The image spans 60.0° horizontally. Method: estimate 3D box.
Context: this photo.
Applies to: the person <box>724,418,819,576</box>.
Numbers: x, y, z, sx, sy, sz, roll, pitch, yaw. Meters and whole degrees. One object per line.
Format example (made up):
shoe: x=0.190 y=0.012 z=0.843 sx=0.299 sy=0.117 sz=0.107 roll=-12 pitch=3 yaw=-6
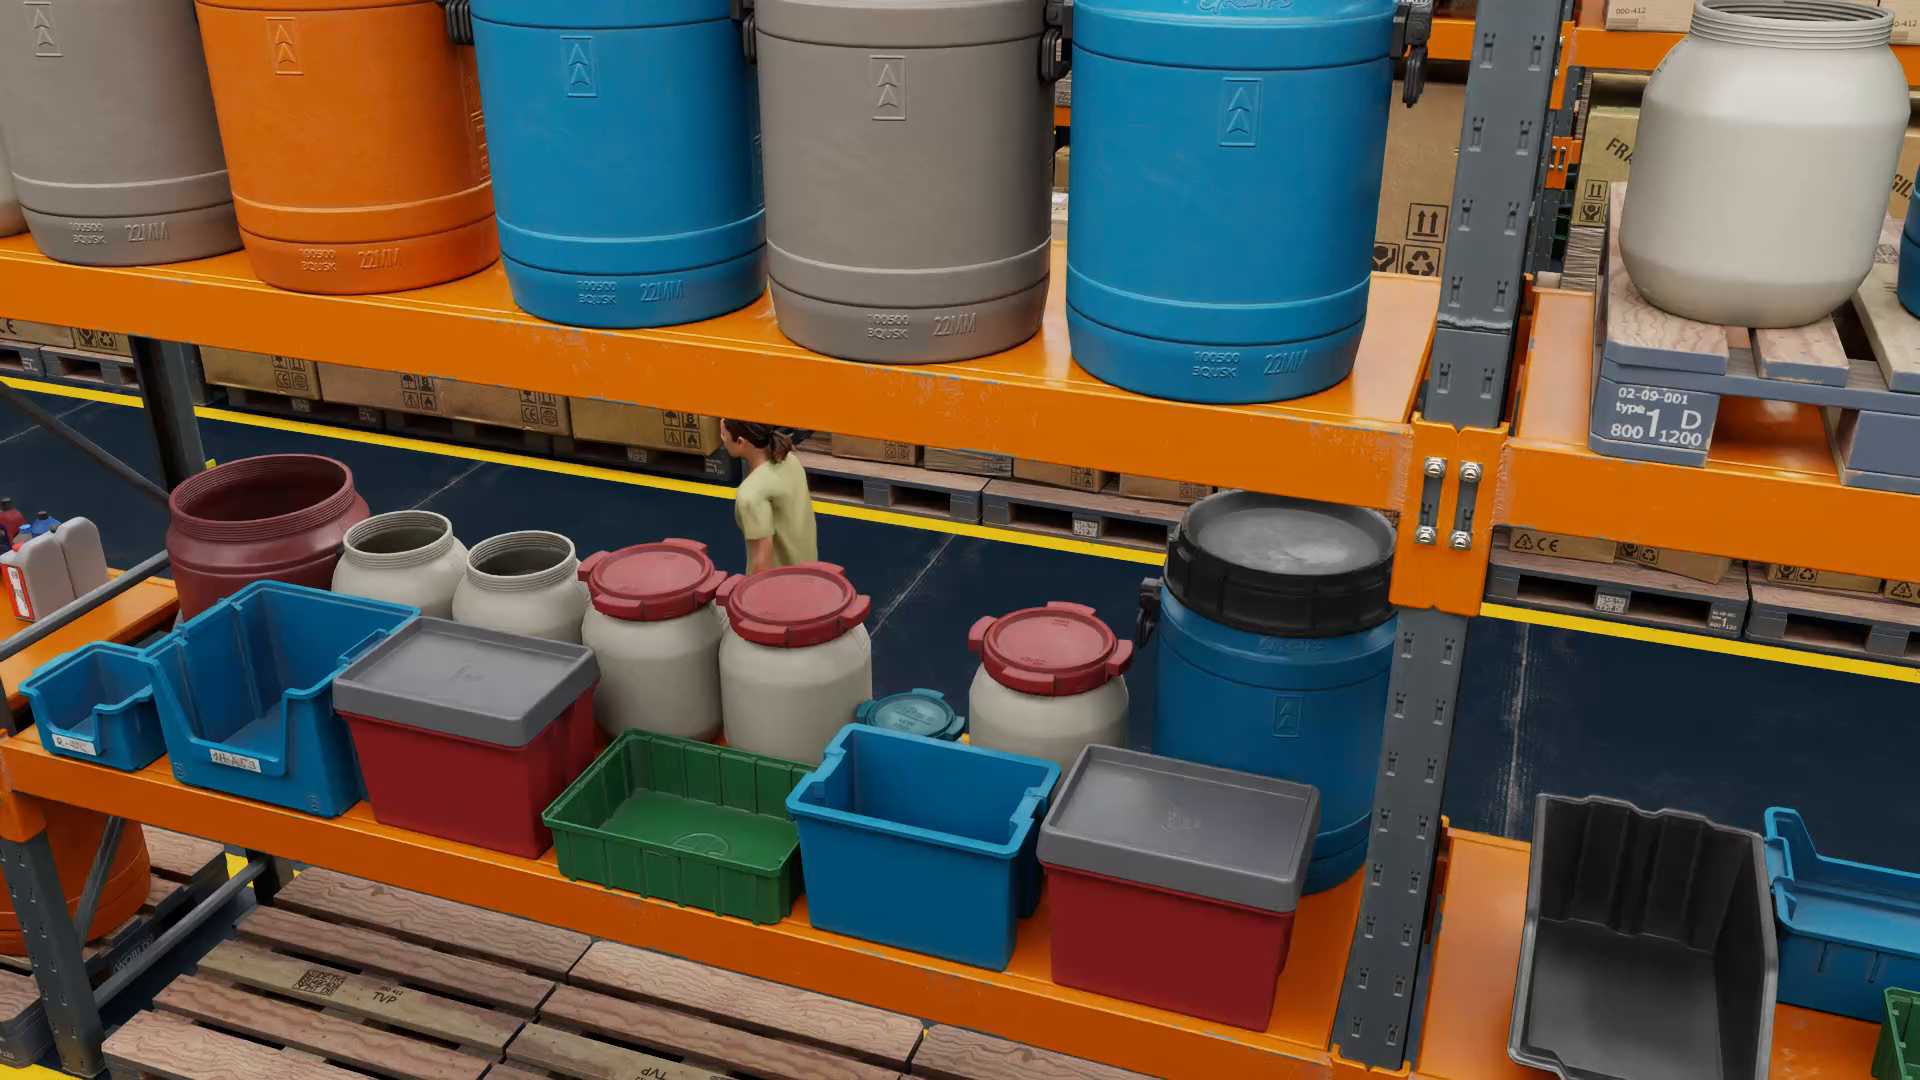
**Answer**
person: x=-0.754 y=0.201 z=6.696 sx=0.356 sy=1.673 sz=0.497 roll=9 pitch=27 yaw=18
